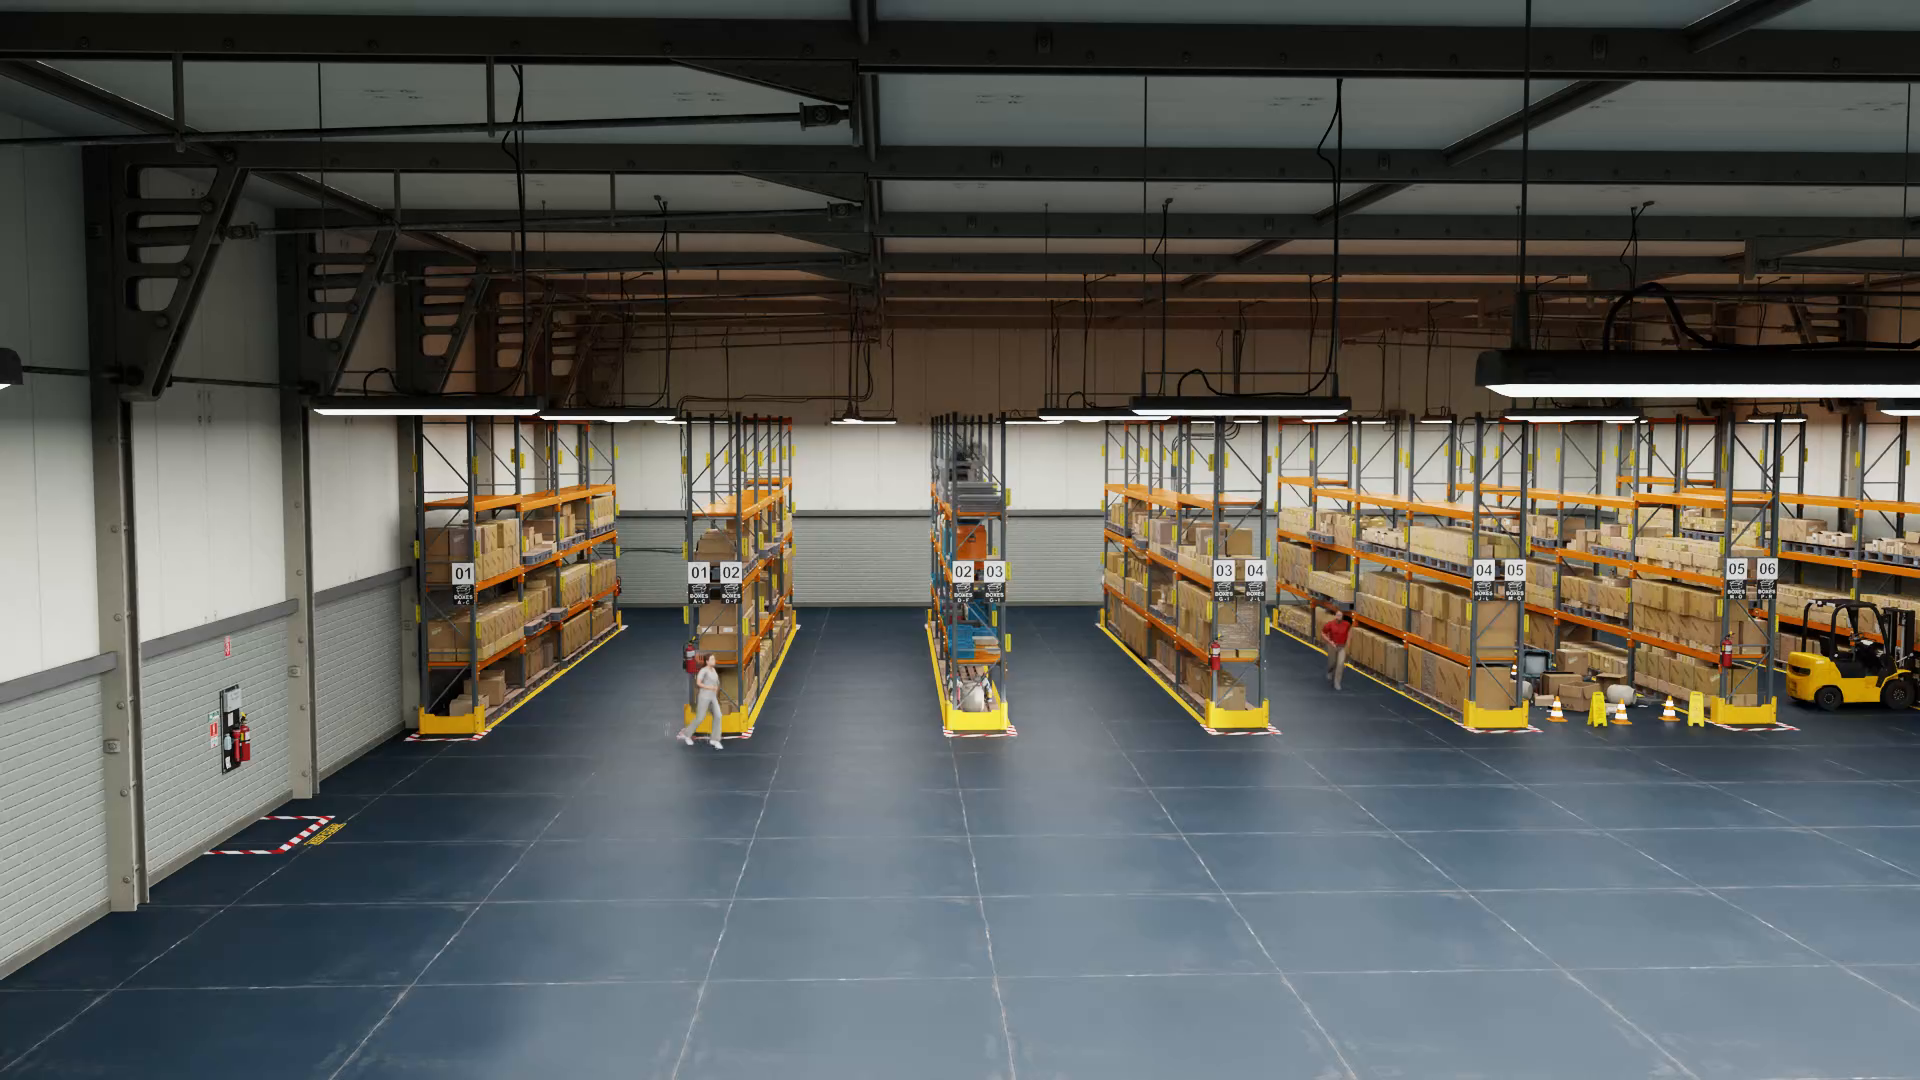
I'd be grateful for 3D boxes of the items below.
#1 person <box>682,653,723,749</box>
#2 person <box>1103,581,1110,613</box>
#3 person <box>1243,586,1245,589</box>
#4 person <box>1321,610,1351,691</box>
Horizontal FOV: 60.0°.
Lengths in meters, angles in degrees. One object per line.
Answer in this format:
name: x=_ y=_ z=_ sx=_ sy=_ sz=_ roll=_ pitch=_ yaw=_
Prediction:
person: x=-4.522 y=2.863 z=29.747 sx=0.885 sy=1.664 sz=0.597 roll=2 pitch=4 yaw=30
person: x=4.460 y=1.584 z=48.750 sx=0.648 sy=1.705 sz=0.608 roll=1 pitch=4 yaw=10
person: x=8.486 y=1.629 z=48.490 sx=0.587 sy=1.631 sz=0.642 roll=-2 pitch=5 yaw=-31
person: x=8.279 y=2.396 z=36.562 sx=0.686 sy=1.723 sz=0.926 roll=0 pitch=4 yaw=-2
